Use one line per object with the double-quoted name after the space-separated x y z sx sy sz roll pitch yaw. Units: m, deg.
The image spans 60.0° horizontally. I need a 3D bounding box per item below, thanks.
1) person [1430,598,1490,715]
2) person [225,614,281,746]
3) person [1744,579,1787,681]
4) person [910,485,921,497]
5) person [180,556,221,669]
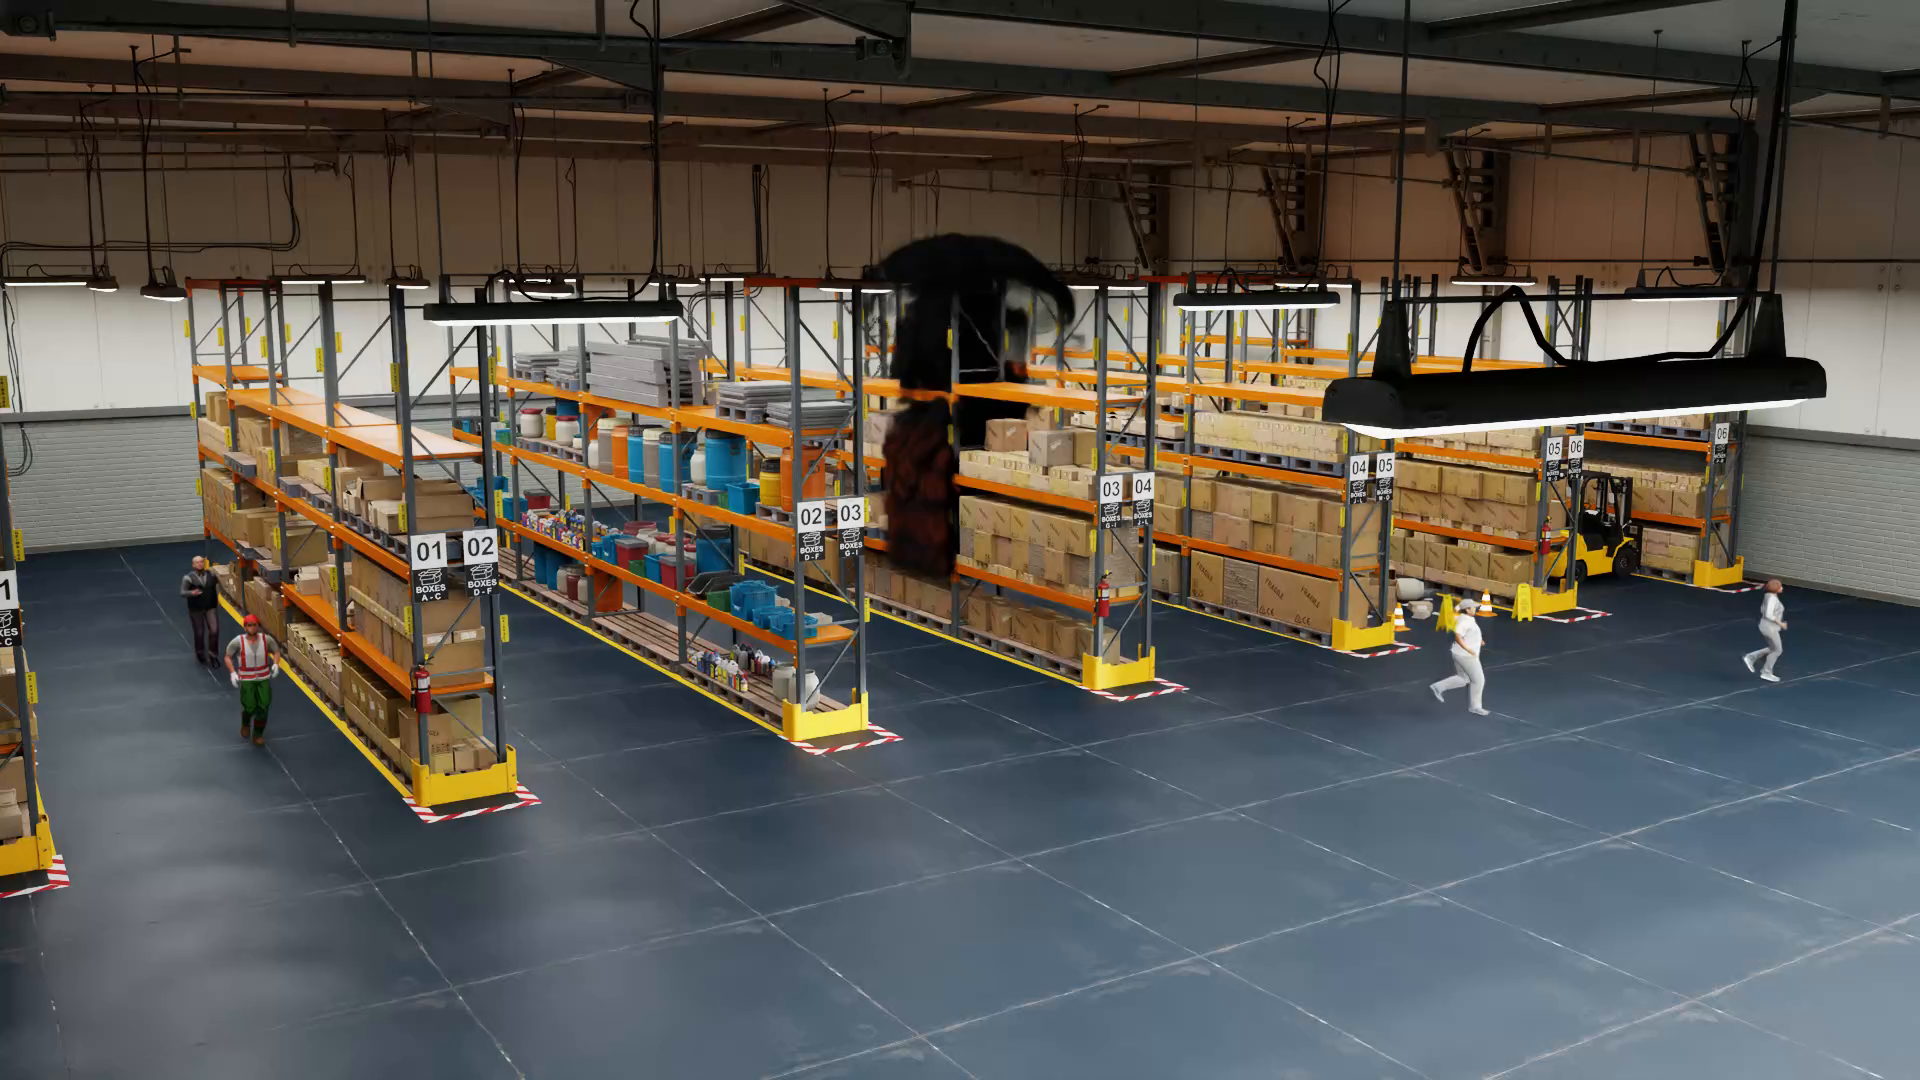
7.085 1.641 23.405 0.808 1.665 0.607 1 10 5 "person"
-9.266 1.830 21.882 0.673 1.751 0.590 -7 12 -35 "person"
12.229 1.365 25.221 0.540 1.571 0.547 3 10 17 "person"
-1.180 -1.742 43.101 0.688 1.800 0.728 8 12 40 "person"
-11.886 1.130 26.121 0.639 1.773 0.734 -6 11 -33 "person"
